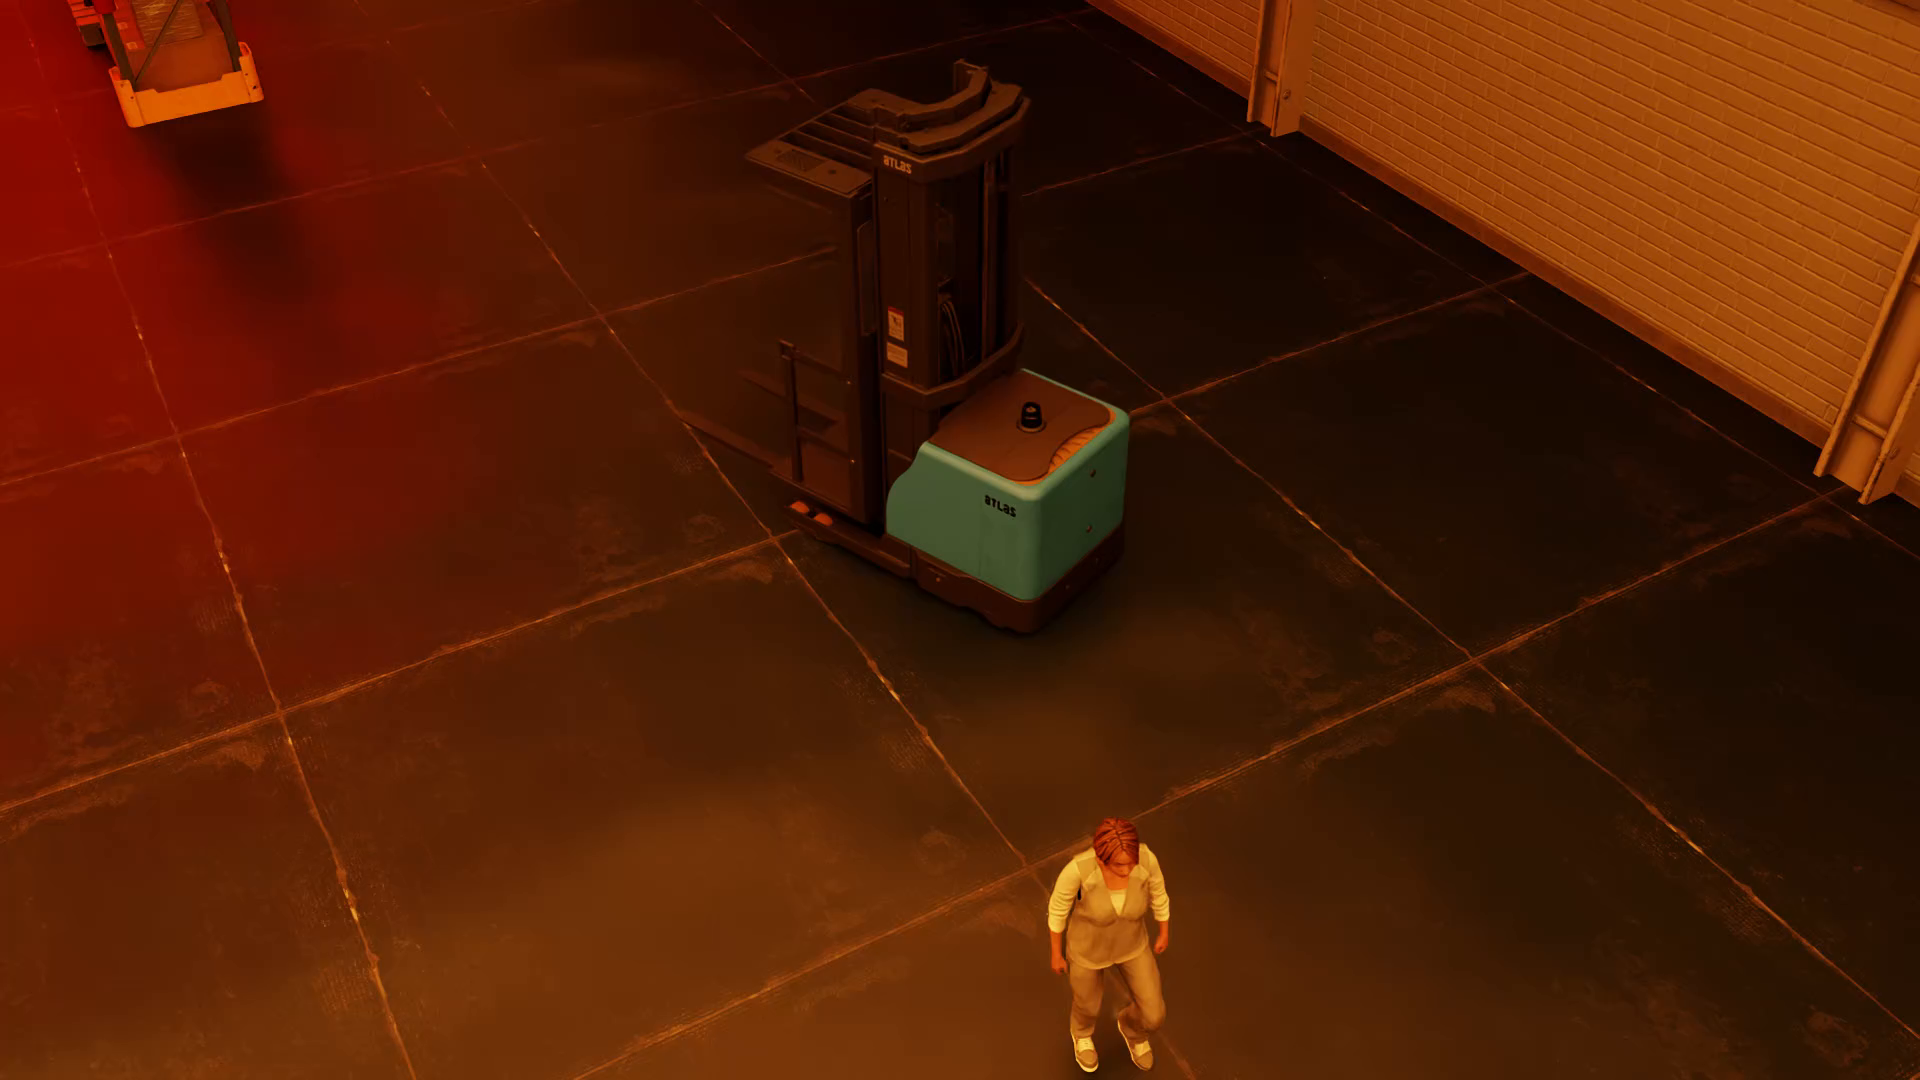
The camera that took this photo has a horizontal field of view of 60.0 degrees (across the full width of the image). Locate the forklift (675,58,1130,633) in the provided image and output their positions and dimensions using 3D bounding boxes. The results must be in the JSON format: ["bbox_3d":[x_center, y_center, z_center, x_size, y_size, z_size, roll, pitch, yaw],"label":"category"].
[{"bbox_3d":[-0.481,-1.366,9.683,3.031,2.935,1.130,26,46,28],"label":"forklift"}]

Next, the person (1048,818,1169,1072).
[{"bbox_3d":[0.637,1.742,7.006,0.518,1.589,0.445,-7,40,-9],"label":"person"}]
